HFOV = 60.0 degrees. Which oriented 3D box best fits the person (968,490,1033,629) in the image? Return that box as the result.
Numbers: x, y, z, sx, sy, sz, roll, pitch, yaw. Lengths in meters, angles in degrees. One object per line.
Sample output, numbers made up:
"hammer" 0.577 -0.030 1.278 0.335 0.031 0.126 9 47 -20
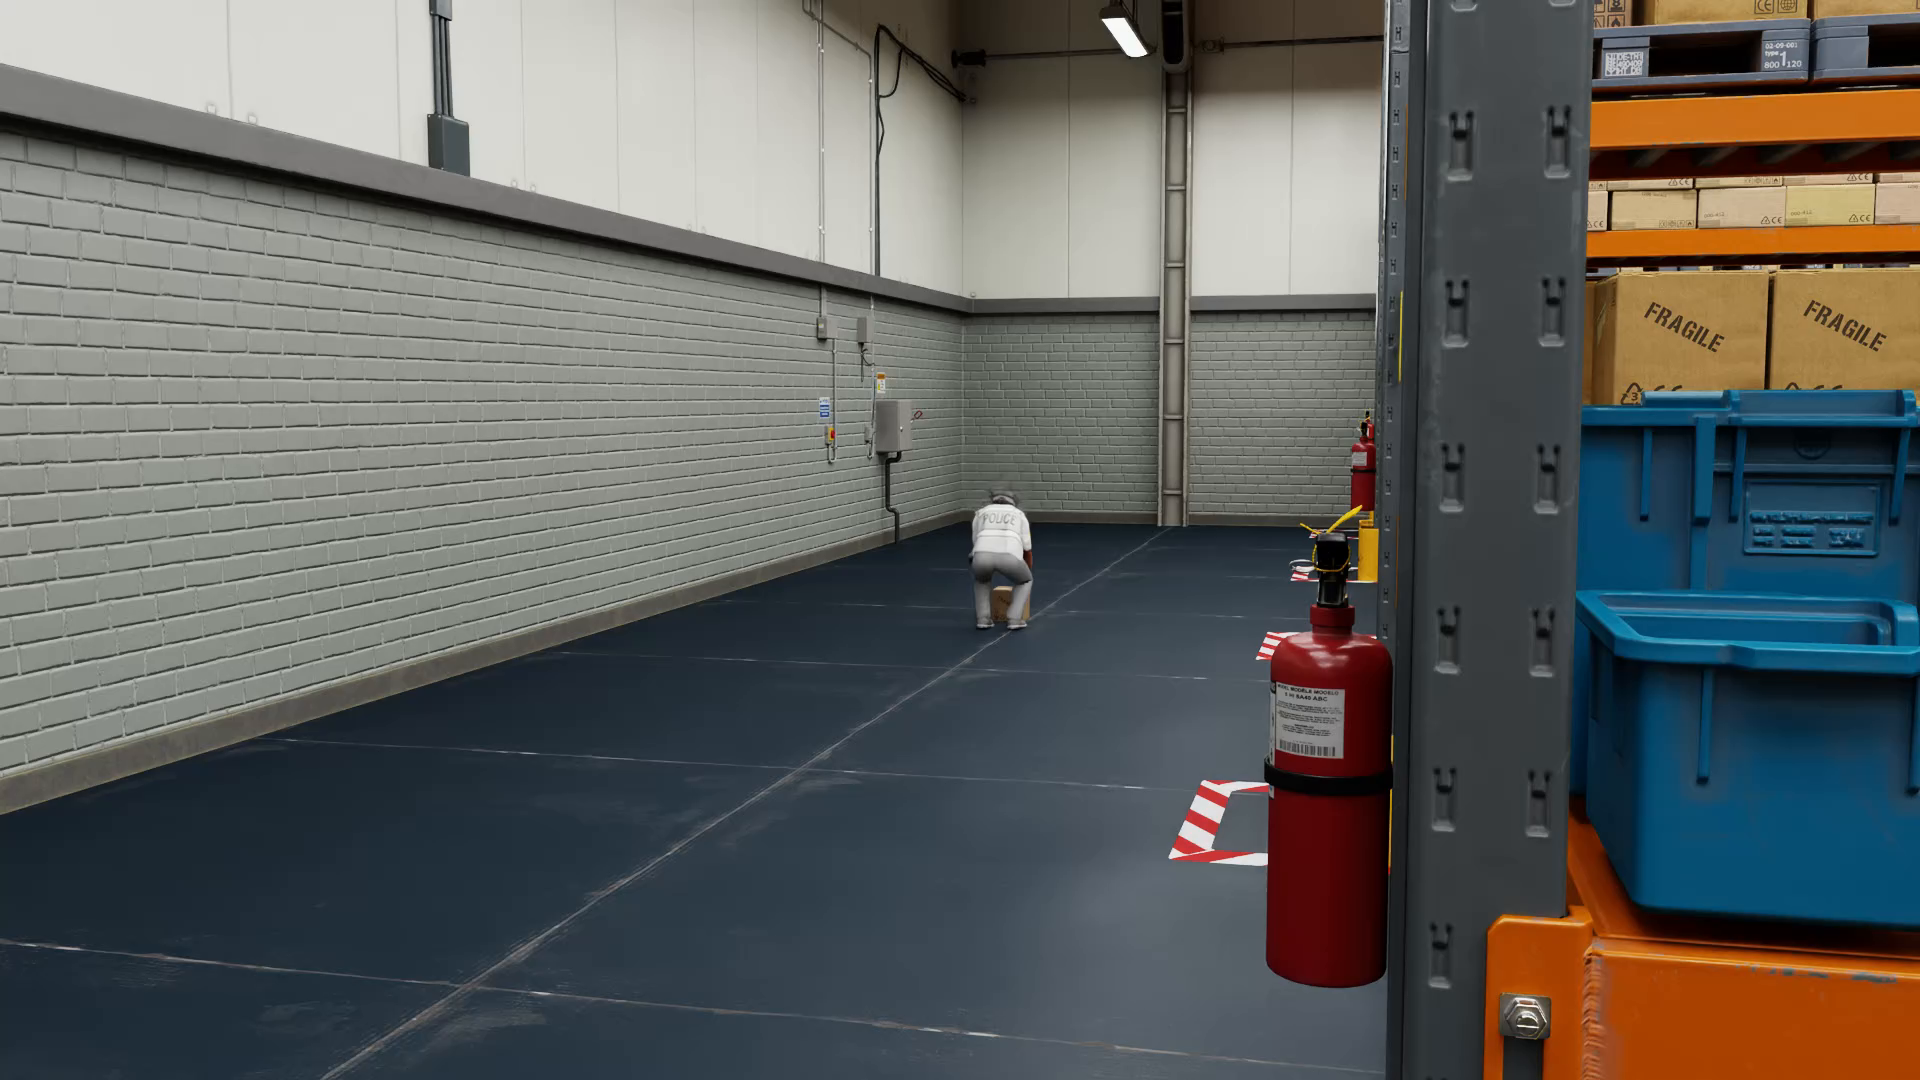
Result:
"person" 0.306 0.149 12.742 0.492 1.034 0.846 1 5 14
